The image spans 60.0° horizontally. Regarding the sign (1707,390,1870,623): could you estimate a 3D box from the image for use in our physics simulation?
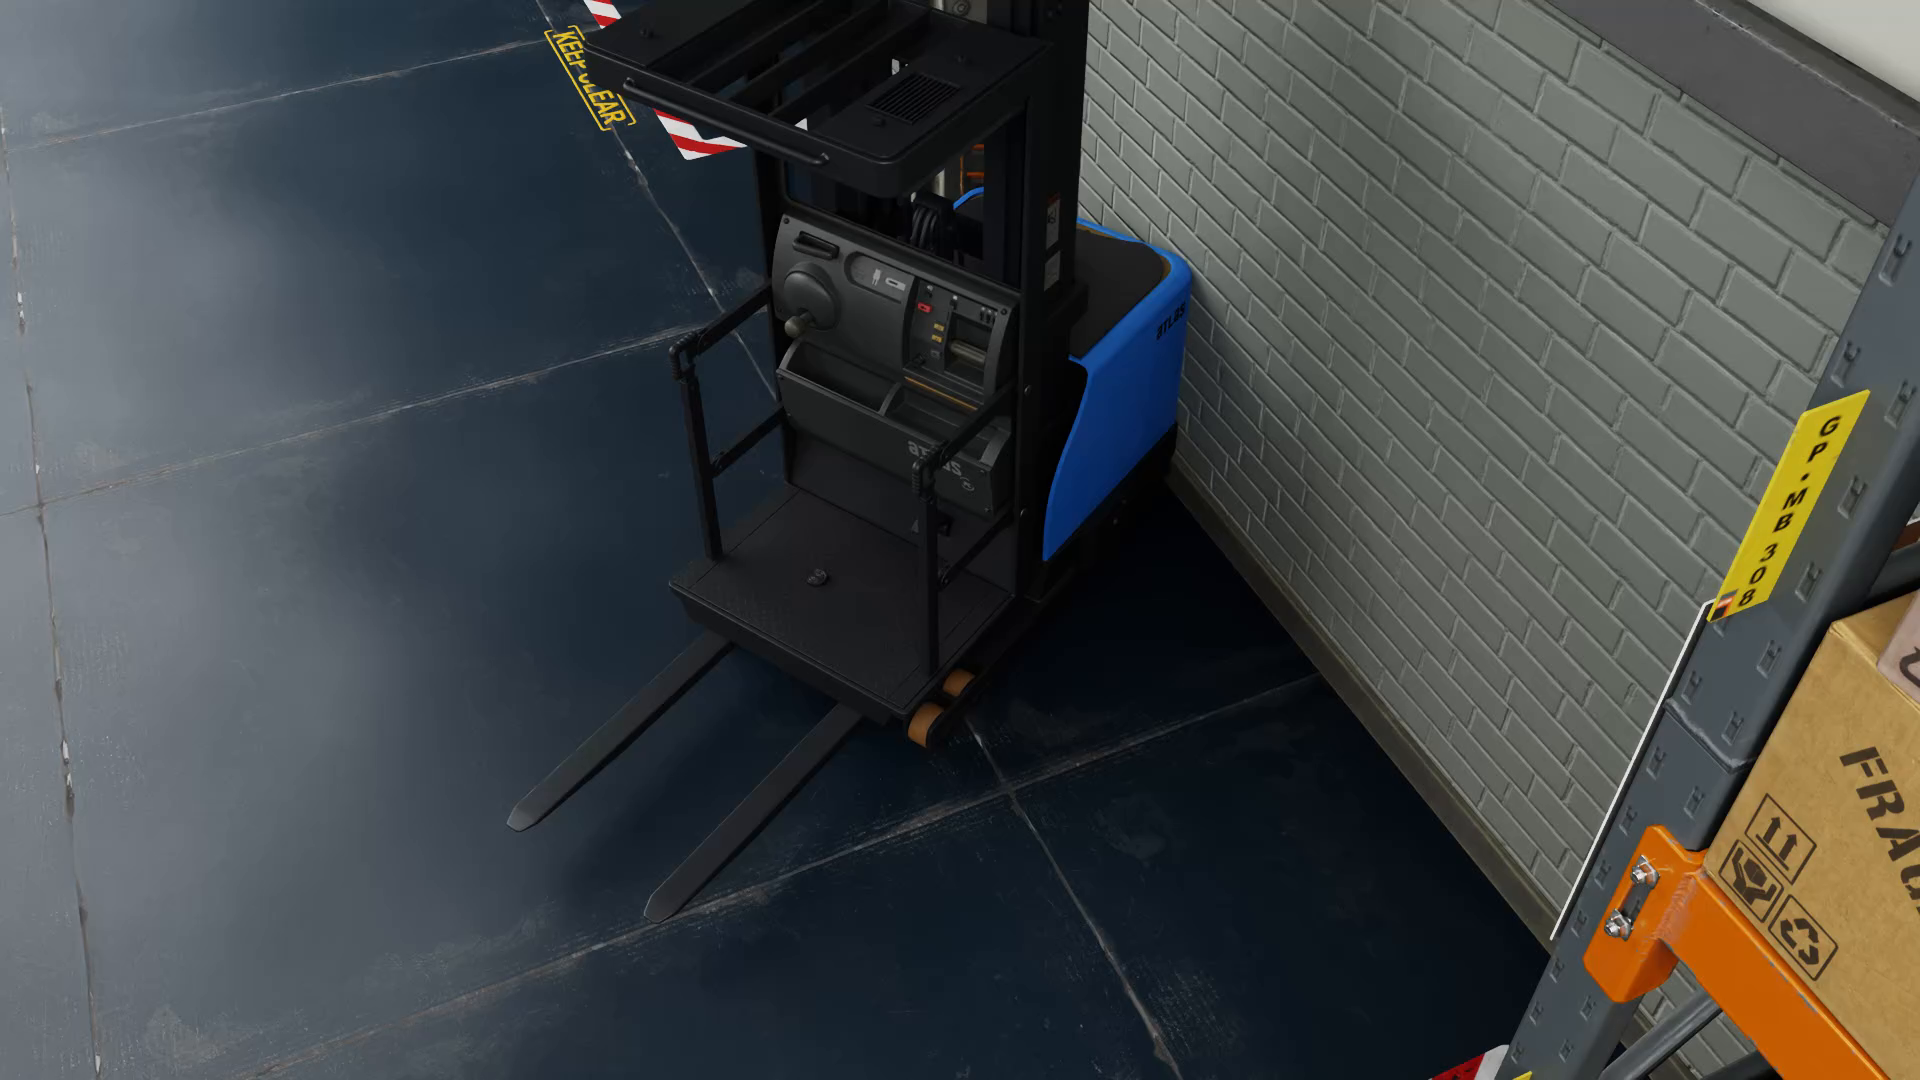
[{"bbox_3d":[0.938,-0.032,1.889,0.100,0.325,0.005,-18,47,-17],"label":"sign"}]

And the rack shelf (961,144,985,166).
[{"bbox_3d":[0.131,-1.674,7.234,0.258,0.103,0.180,-1,16,-1],"label":"rack shelf"}]

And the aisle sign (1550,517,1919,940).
[{"bbox_3d":[1.128,0.304,2.456,0.394,0.787,0.004,-18,47,-17],"label":"aisle sign"}]

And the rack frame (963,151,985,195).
[{"bbox_3d":[0.138,-1.346,7.235,0.240,1.200,0.006,-1,16,-1],"label":"rack frame"}]

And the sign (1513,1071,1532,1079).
[{"bbox_3d":[0.938,1.039,2.945,0.100,0.325,0.005,-18,47,-17],"label":"sign"}]

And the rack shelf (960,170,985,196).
[{"bbox_3d":[0.133,-1.559,7.268,0.258,0.103,0.180,-1,16,-1],"label":"rack shelf"}]

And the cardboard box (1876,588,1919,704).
[{"bbox_3d":[1.372,0.037,1.644,0.500,0.500,0.500,-21,48,-20],"label":"cardboard box"}]

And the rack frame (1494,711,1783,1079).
[{"bbox_3d":[1.431,1.186,3.412,1.000,3.000,0.127,-18,47,-17],"label":"rack frame"}]

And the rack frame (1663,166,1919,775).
[{"bbox_3d":[1.431,-0.949,1.305,1.000,3.000,0.127,-18,47,-17],"label":"rack frame"}]

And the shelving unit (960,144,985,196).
[{"bbox_3d":[0.136,-1.371,7.323,0.258,1.200,0.189,-1,16,-1],"label":"shelving unit"}]

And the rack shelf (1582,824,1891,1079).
[{"bbox_3d":[2.272,1.649,1.319,1.077,0.370,4.000,-18,47,-17],"label":"rack shelf"}]

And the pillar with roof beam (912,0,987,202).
[{"bbox_3d":[-3.919,-3.311,3.698,9.100,9.000,0.400,-18,47,-17],"label":"pillar with roof beam"}]

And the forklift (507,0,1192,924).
[{"bbox_3d":[-0.357,-0.685,5.357,1.130,2.935,3.031,26,50,24],"label":"forklift"}]

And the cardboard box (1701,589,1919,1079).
[{"bbox_3d":[1.344,0.363,2.025,0.500,0.500,0.500,-17,47,-16],"label":"cardboard box"}]

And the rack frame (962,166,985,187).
[{"bbox_3d":[0.133,-1.397,7.410,0.240,1.200,0.006,-1,16,-1],"label":"rack frame"}]
